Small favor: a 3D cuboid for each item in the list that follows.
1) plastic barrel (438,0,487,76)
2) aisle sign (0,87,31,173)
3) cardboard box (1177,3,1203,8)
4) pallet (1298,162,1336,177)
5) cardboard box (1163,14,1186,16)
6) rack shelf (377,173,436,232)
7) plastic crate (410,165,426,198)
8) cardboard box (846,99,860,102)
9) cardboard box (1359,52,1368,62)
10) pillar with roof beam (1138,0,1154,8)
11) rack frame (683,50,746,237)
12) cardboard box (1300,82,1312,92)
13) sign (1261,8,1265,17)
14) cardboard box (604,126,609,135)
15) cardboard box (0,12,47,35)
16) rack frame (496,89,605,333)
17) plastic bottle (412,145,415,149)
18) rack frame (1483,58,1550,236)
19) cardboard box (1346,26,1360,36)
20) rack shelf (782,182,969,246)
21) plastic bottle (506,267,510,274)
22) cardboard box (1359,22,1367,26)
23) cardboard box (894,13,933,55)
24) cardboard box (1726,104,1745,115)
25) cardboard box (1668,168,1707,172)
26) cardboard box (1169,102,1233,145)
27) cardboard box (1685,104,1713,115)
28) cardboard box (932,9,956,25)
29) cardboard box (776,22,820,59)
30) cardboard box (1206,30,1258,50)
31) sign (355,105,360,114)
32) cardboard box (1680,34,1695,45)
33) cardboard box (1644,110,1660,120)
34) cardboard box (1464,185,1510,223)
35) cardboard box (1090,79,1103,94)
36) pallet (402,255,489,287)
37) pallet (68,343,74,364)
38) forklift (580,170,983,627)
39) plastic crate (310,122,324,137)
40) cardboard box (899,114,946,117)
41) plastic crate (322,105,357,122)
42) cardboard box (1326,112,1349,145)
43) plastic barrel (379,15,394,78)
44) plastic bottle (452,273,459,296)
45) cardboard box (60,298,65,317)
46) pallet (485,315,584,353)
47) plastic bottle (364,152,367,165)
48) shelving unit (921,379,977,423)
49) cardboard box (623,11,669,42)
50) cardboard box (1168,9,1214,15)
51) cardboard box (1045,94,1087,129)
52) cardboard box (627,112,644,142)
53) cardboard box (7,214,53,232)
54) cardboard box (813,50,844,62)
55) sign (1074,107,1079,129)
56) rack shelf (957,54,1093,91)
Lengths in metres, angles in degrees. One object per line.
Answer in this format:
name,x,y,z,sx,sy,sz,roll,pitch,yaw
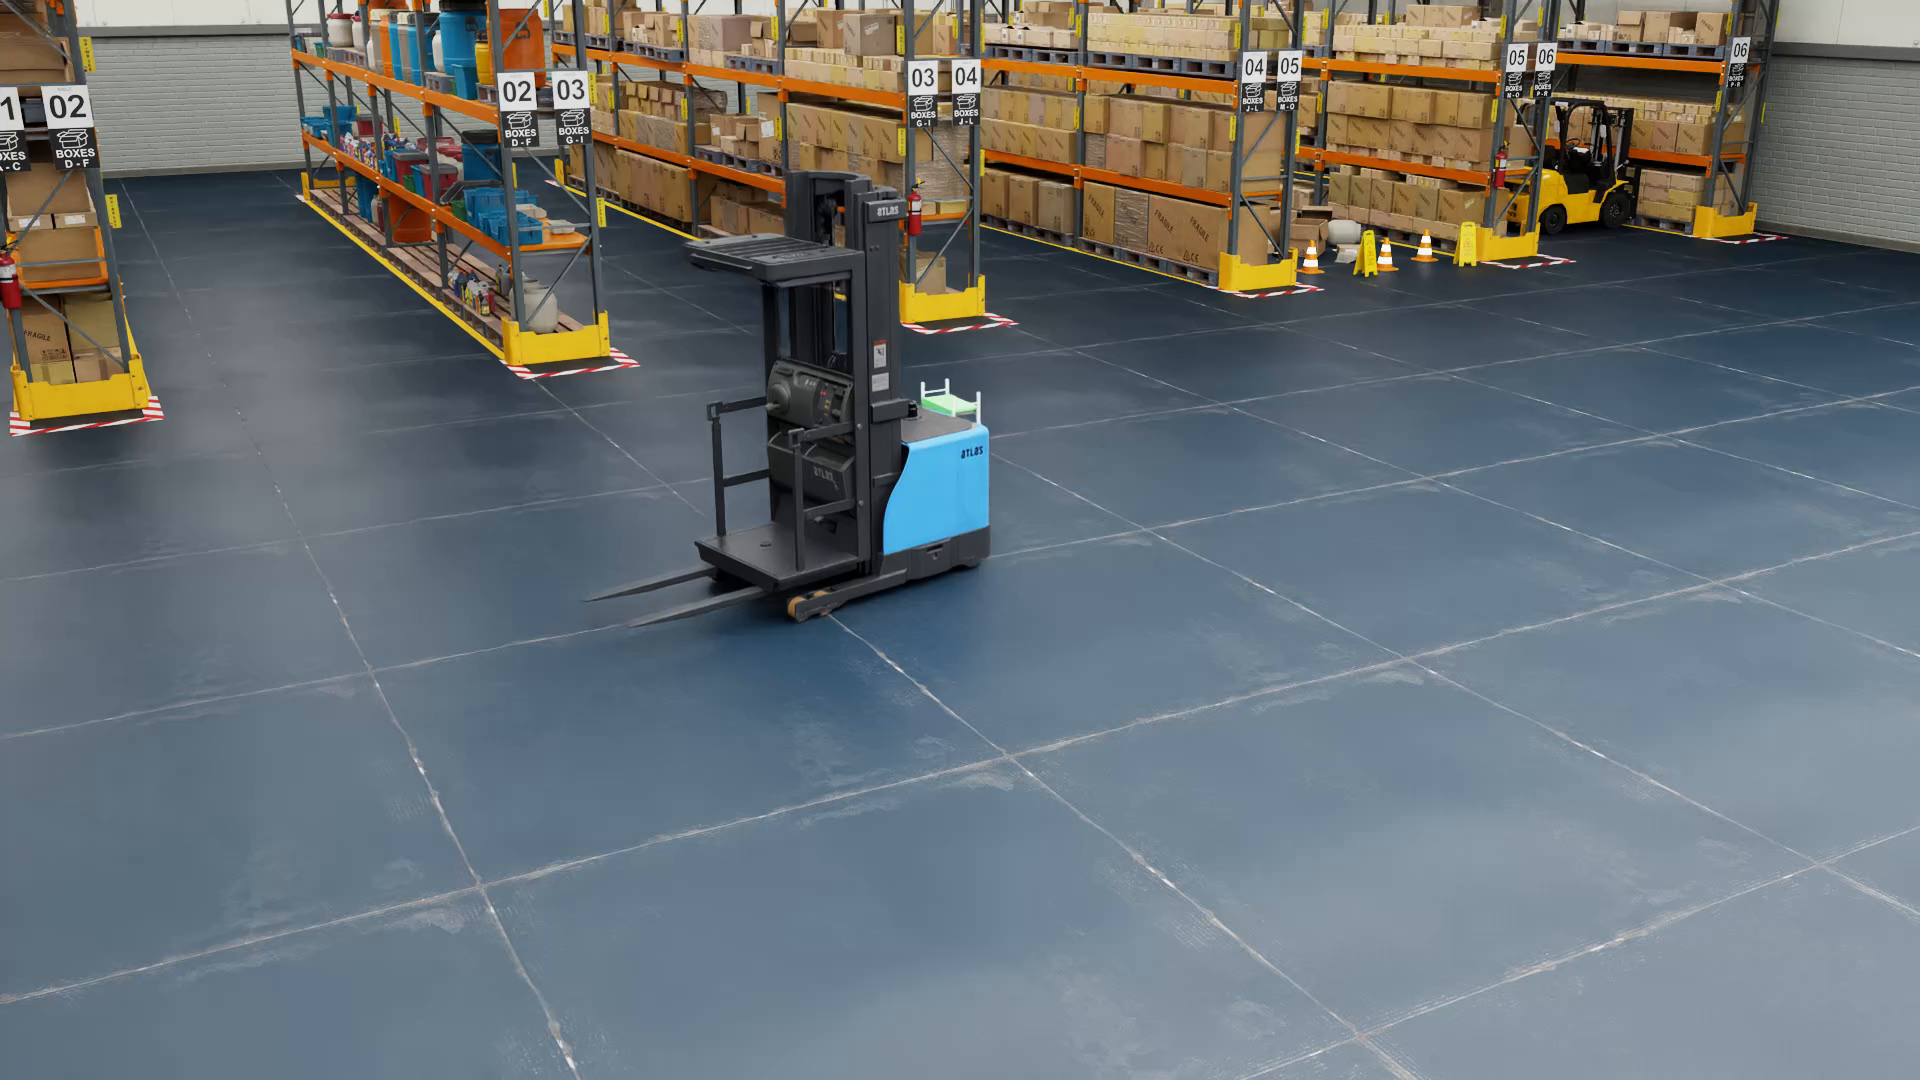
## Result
plastic barrel,-6.095,-6.213,20.526,0.600,0.901,0.708,-10,21,-27
aisle sign,-9.163,-3.912,15.883,0.394,0.787,0.004,-10,21,-27
cardboard box,5.489,-12.587,39.420,0.500,0.250,0.500,-10,21,-27
pallet,8.177,-8.134,36.379,1.003,0.211,1.213,-10,21,-27
cardboard box,3.234,-7.744,24.741,0.380,0.149,0.250,-10,21,-26
rack shelf,-7.424,-4.896,23.823,1.077,0.370,4.000,-10,21,-27
plastic crate,-7.271,-4.922,22.823,0.392,0.384,0.575,-10,21,-27
cardboard box,-1.979,-8.747,33.274,0.500,0.500,0.500,-10,21,-27
cardboard box,6.829,-7.998,27.496,0.380,0.149,0.250,-10,21,-27
pillar with roof beam,0.999,-14.261,40.665,9.100,9.000,0.400,-10,21,-27
rack frame,-4.014,-6.577,27.593,1.000,3.000,0.127,-10,21,-27
cardboard box,6.088,-8.142,29.882,0.380,0.149,0.250,-9,21,-24
sign,6.700,-11.606,36.777,0.100,0.325,0.005,-10,21,-27
cardboard box,-6.470,-7.717,31.283,0.380,0.149,0.250,-10,21,-26
cardboard box,-11.093,-5.979,19.697,0.500,0.500,0.500,-10,21,-26
rack frame,-4.574,-3.513,18.714,1.000,3.000,0.127,-10,21,-27
plastic bottle,-8.764,-6.226,26.773,0.097,0.271,0.097,0,19,0
rack frame,8.506,-5.815,25.386,1.000,3.000,0.127,-10,21,-27
cardboard box,6.618,-8.429,27.524,0.380,0.149,0.250,-9,21,-25
rack shelf,-1.165,-4.514,22.719,1.077,0.370,4.000,-10,21,-27
plastic bottle,-5.914,-3.477,21.996,0.144,0.351,0.185,-11,22,-28
cardboard box,8.485,-10.639,34.384,0.380,0.149,0.250,-9,21,-25
cardboard box,-0.683,-6.591,21.658,0.500,0.500,0.500,-10,21,-27
cardboard box,12.901,-7.209,27.822,0.380,0.149,0.250,-10,22,-28
cardboard box,12.570,-6.267,28.733,0.500,0.250,0.500,-10,21,-27
cardboard box,3.567,-6.039,24.148,0.875,0.550,0.550,-10,21,-27
cardboard box,12.372,-7.216,27.841,0.380,0.149,0.250,-10,21,-27
cardboard box,-0.279,-9.364,29.745,0.396,0.266,0.258,-10,21,-27
cardboard box,-2.251,-7.244,24.126,0.797,0.503,0.637,-11,22,-29
cardboard box,3.719,-6.850,22.764,0.500,0.250,0.500,-10,21,-26
sign,-11.696,-8.273,32.259,0.100,0.325,0.005,-10,21,-27
cardboard box,12.212,-8.321,27.637,0.380,0.149,0.250,-11,22,-28
cardboard box,11.968,-7.290,28.513,0.380,0.149,0.250,-11,22,-28
cardboard box,8.354,-5.350,26.458,0.500,0.500,0.500,-11,22,-28
cardboard box,3.029,-9.468,34.284,0.500,0.500,0.500,-10,21,-27
pallet,-7.464,-3.913,24.149,1.003,0.211,1.213,-10,21,-27
pallet,-9.911,-1.992,18.580,1.003,0.211,1.213,-10,21,-27
forklift,-1.221,-1.017,11.584,3.031,2.935,1.121,-16,24,-38
plastic crate,-11.719,-7.556,30.594,0.416,0.233,0.300,-10,21,-27
cardboard box,-0.468,-5.286,21.709,0.500,0.500,0.500,-10,21,-27
plastic crate,-11.849,-8.084,31.815,0.616,0.435,0.499,-10,21,-27
cardboard box,6.570,-6.982,28.158,0.500,0.500,0.500,-10,21,-27
plastic barrel,-7.864,-6.974,23.486,0.600,0.830,0.708,-10,21,-27
plastic bottle,-6.531,-3.334,21.696,0.152,0.276,0.135,-9,21,-25
cardboard box,-11.287,-2.868,20.416,0.500,0.250,0.500,-10,22,-27
pallet,-5.033,-2.444,19.889,1.003,0.211,1.213,-10,21,-27
plastic bottle,-9.413,-6.064,26.410,0.097,0.201,0.097,0,19,0
shelving unit,-0.078,-0.618,13.083,0.258,1.200,0.492,-11,22,-28
cardboard box,-5.630,-9.224,29.869,0.700,0.500,0.500,-9,21,-25
cardboard box,4.395,-9.862,31.713,0.797,0.503,0.637,-11,22,-30
cardboard box,1.811,-6.977,27.066,0.700,0.500,0.500,-10,22,-28
cardboard box,-5.676,-7.458,29.992,0.500,0.500,0.500,-10,21,-27
cardboard box,-9.285,-3.181,16.604,0.380,0.149,0.250,-10,22,-28
cardboard box,-1.781,-6.612,22.715,0.380,0.149,0.250,-9,21,-25
sign,1.825,-6.591,25.980,0.100,0.325,0.005,-10,21,-27
rack shelf,1.142,-10.413,31.561,4.983,2.754,12.110,-10,21,-27
